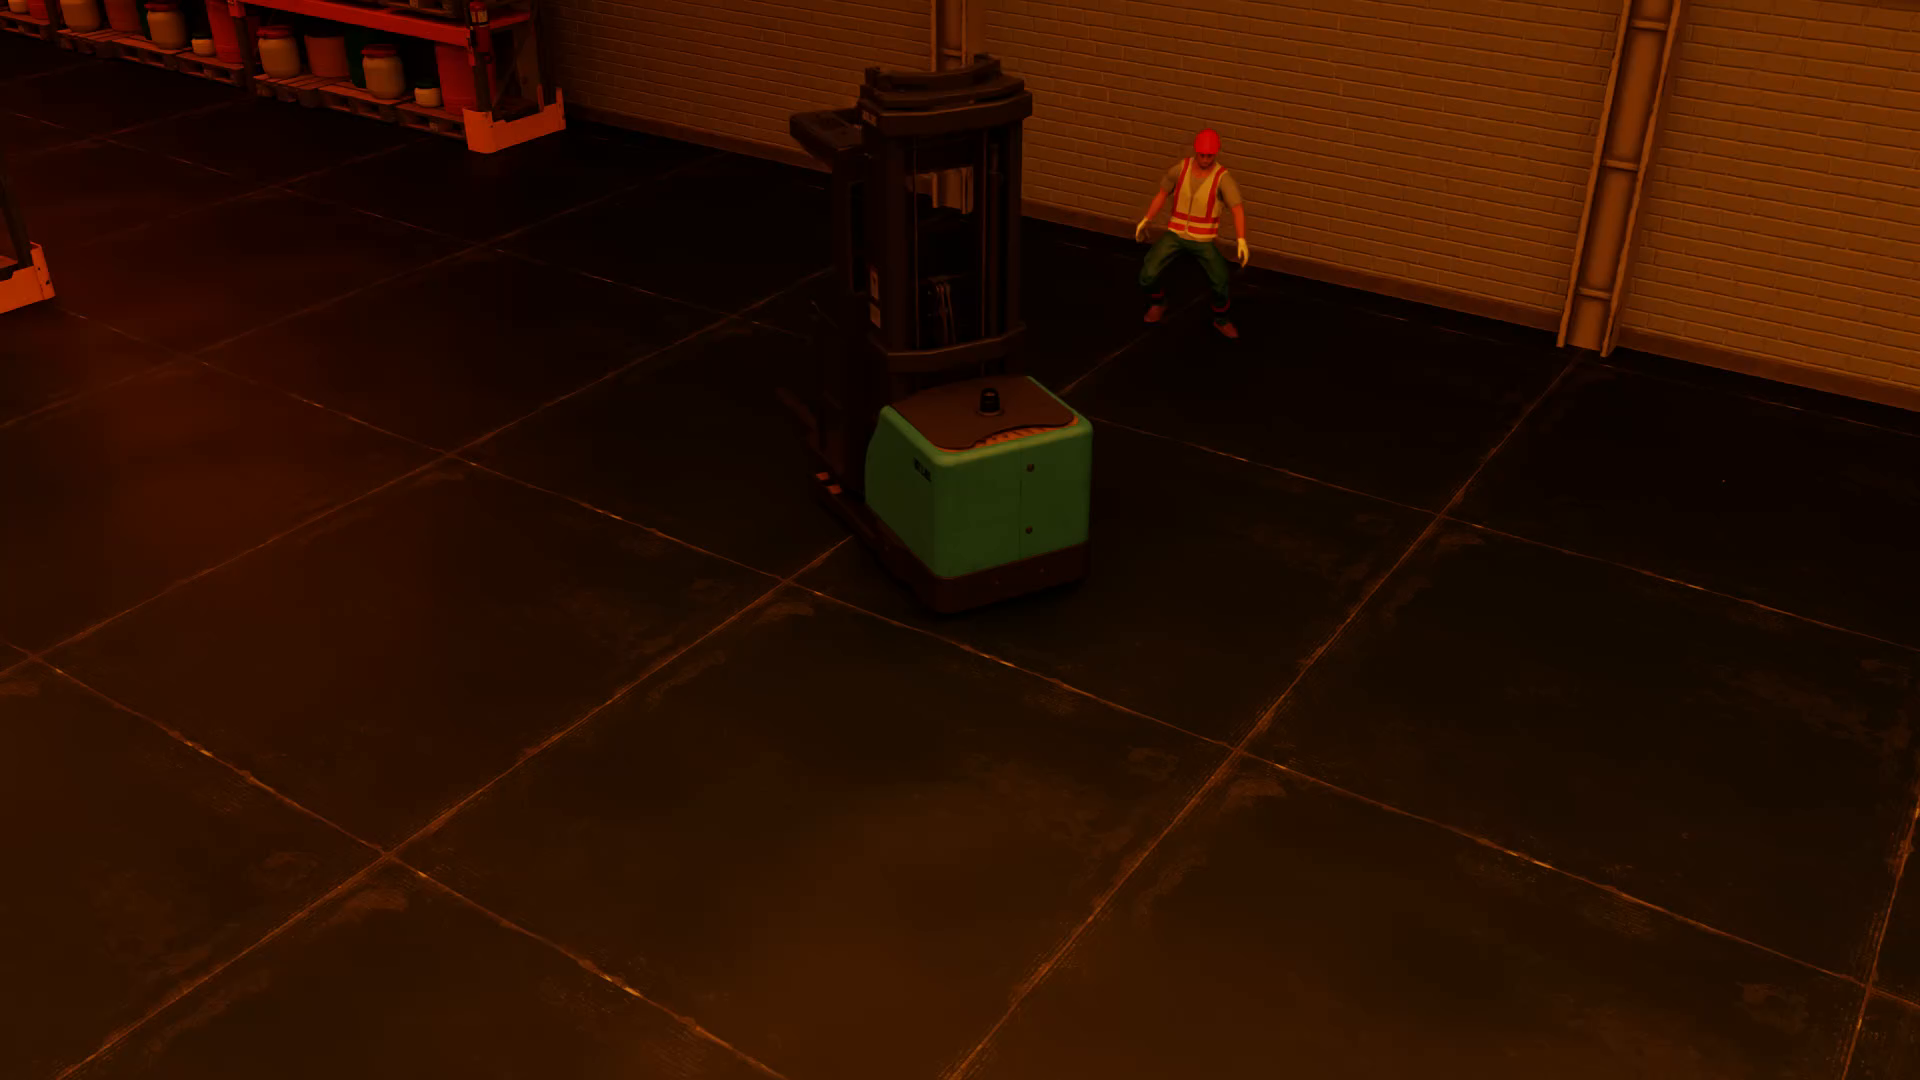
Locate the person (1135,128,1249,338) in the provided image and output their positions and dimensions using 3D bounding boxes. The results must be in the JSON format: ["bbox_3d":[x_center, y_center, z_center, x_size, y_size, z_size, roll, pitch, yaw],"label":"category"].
[{"bbox_3d":[1.816,-2.373,12.944,0.967,1.669,0.599,14,33,23],"label":"person"}]

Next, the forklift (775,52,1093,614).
[{"bbox_3d":[-0.339,-1.555,10.259,1.130,2.935,3.031,-14,33,-23],"label":"forklift"}]
